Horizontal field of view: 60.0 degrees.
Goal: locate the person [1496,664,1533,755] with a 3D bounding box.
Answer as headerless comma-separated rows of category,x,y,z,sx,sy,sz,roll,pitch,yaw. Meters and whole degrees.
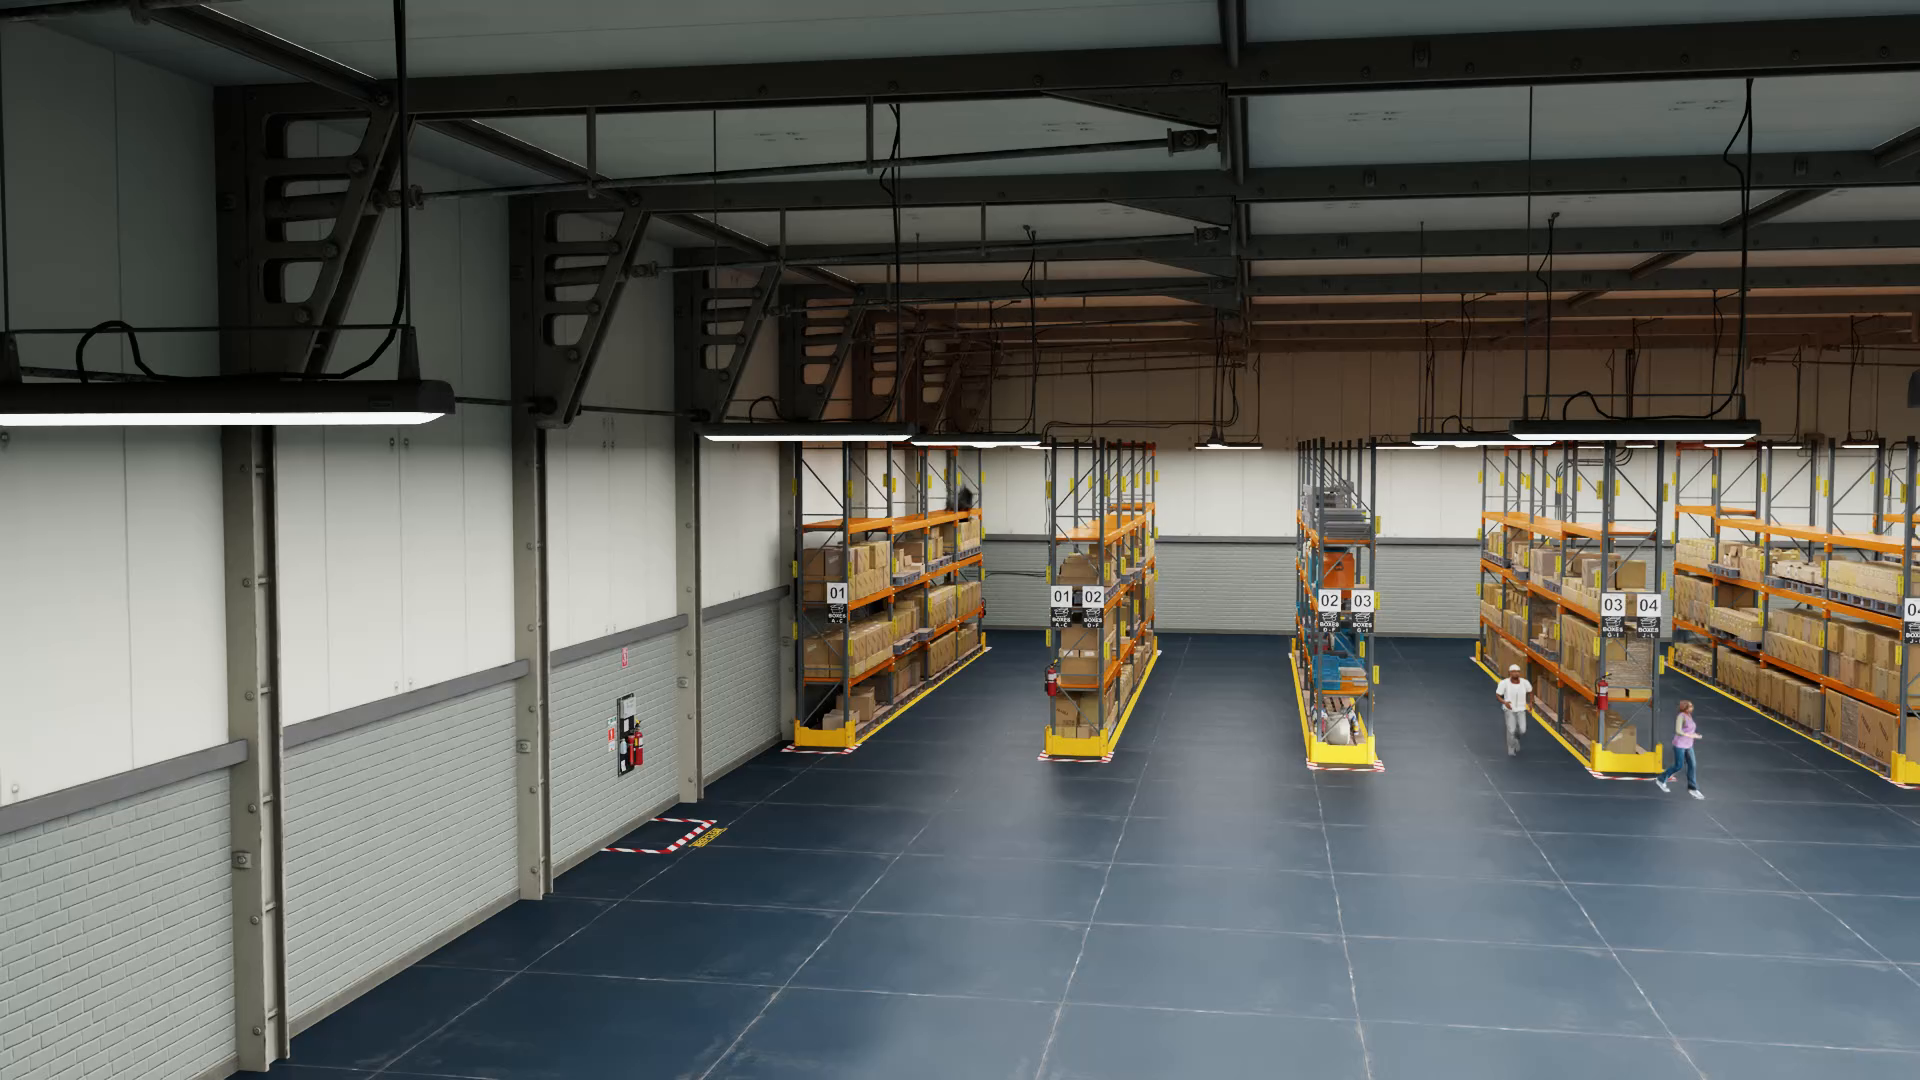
person,10.458,3.201,31.290,0.728,1.720,0.599,0,3,5

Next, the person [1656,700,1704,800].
person,11.996,3.455,27.632,0.558,1.628,0.754,-3,4,-42

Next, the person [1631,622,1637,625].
person,18.243,2.552,45.135,0.598,1.611,0.660,-2,3,-27

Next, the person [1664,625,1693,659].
person,19.875,2.434,45.579,0.963,1.743,0.737,0,3,4
